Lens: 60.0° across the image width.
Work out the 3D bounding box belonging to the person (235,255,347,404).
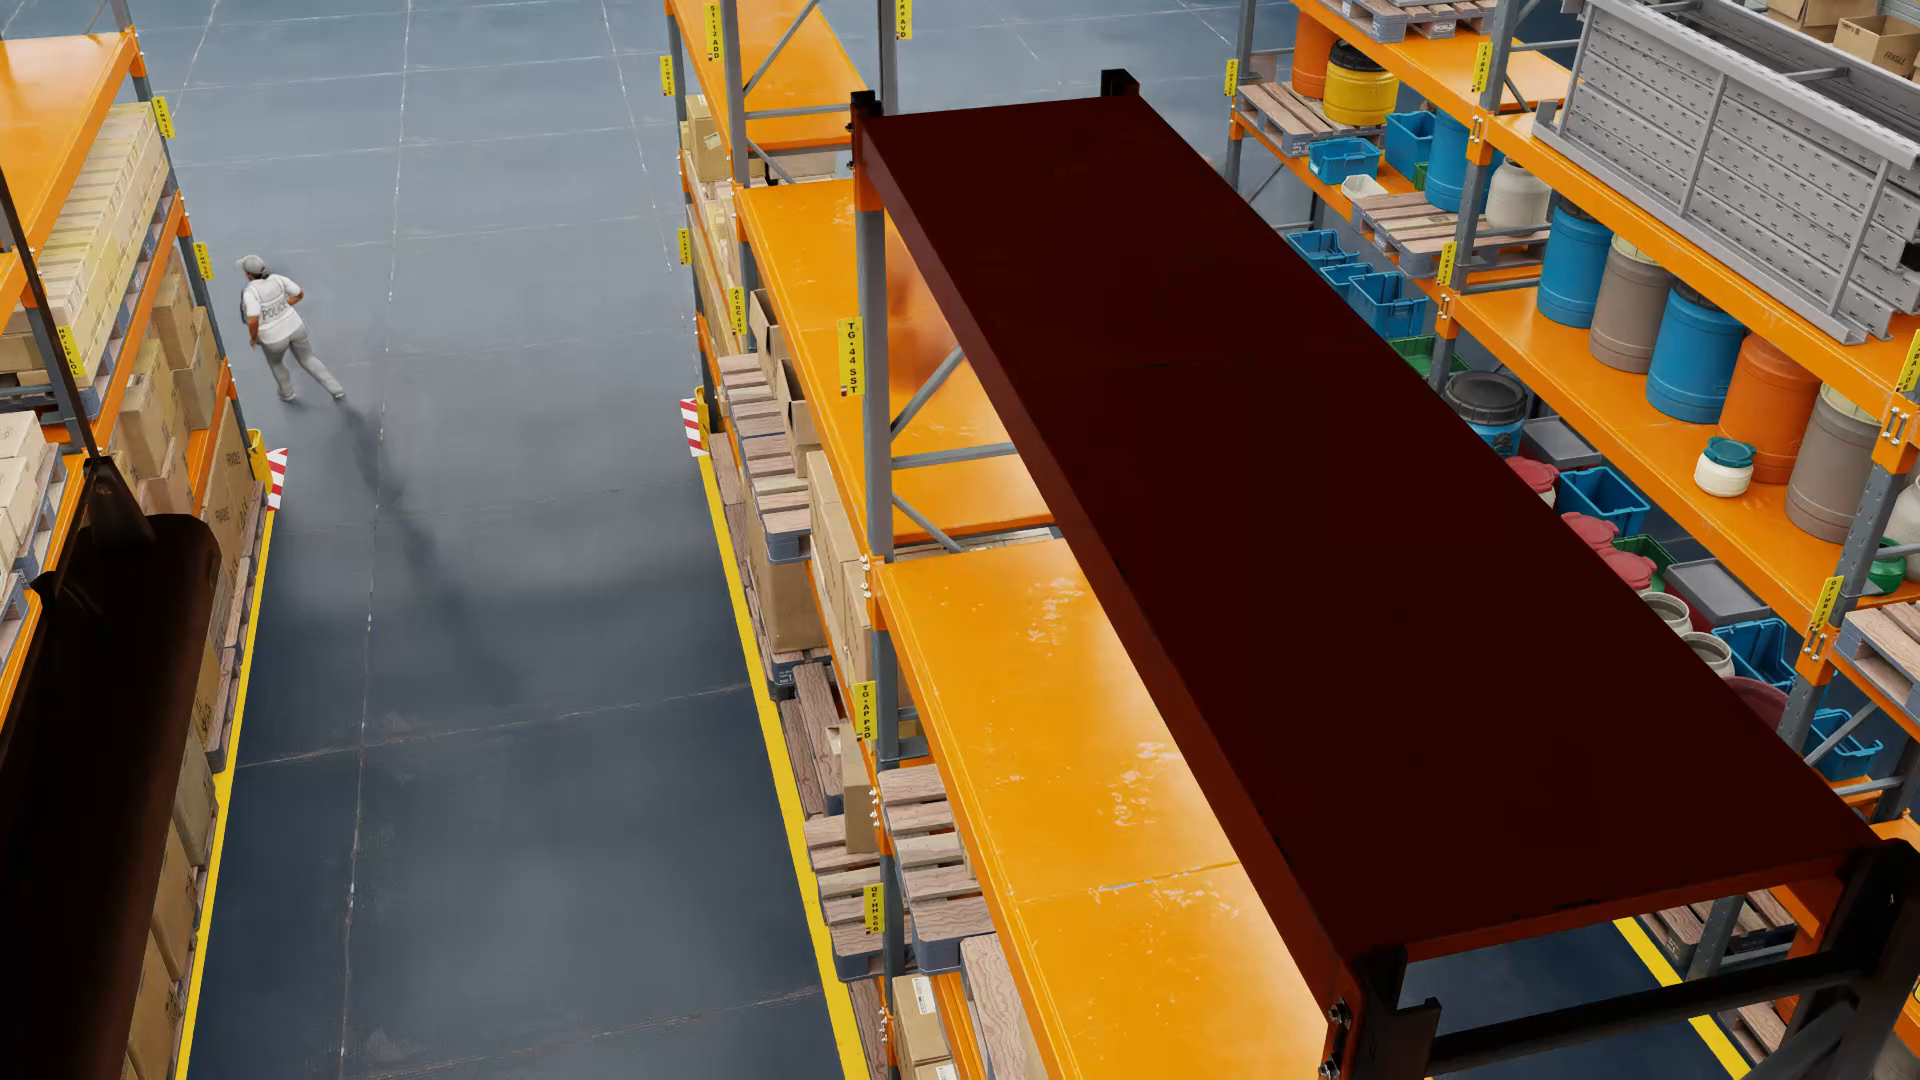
[{"bbox_3d":[-6.329,-1.909,15.420,0.914,1.649,0.692,24,41,31],"label":"person"}]

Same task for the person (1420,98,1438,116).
[{"bbox_3d":[5.288,-4.161,18.714,0.935,1.673,0.588,8,35,11],"label":"person"}]
